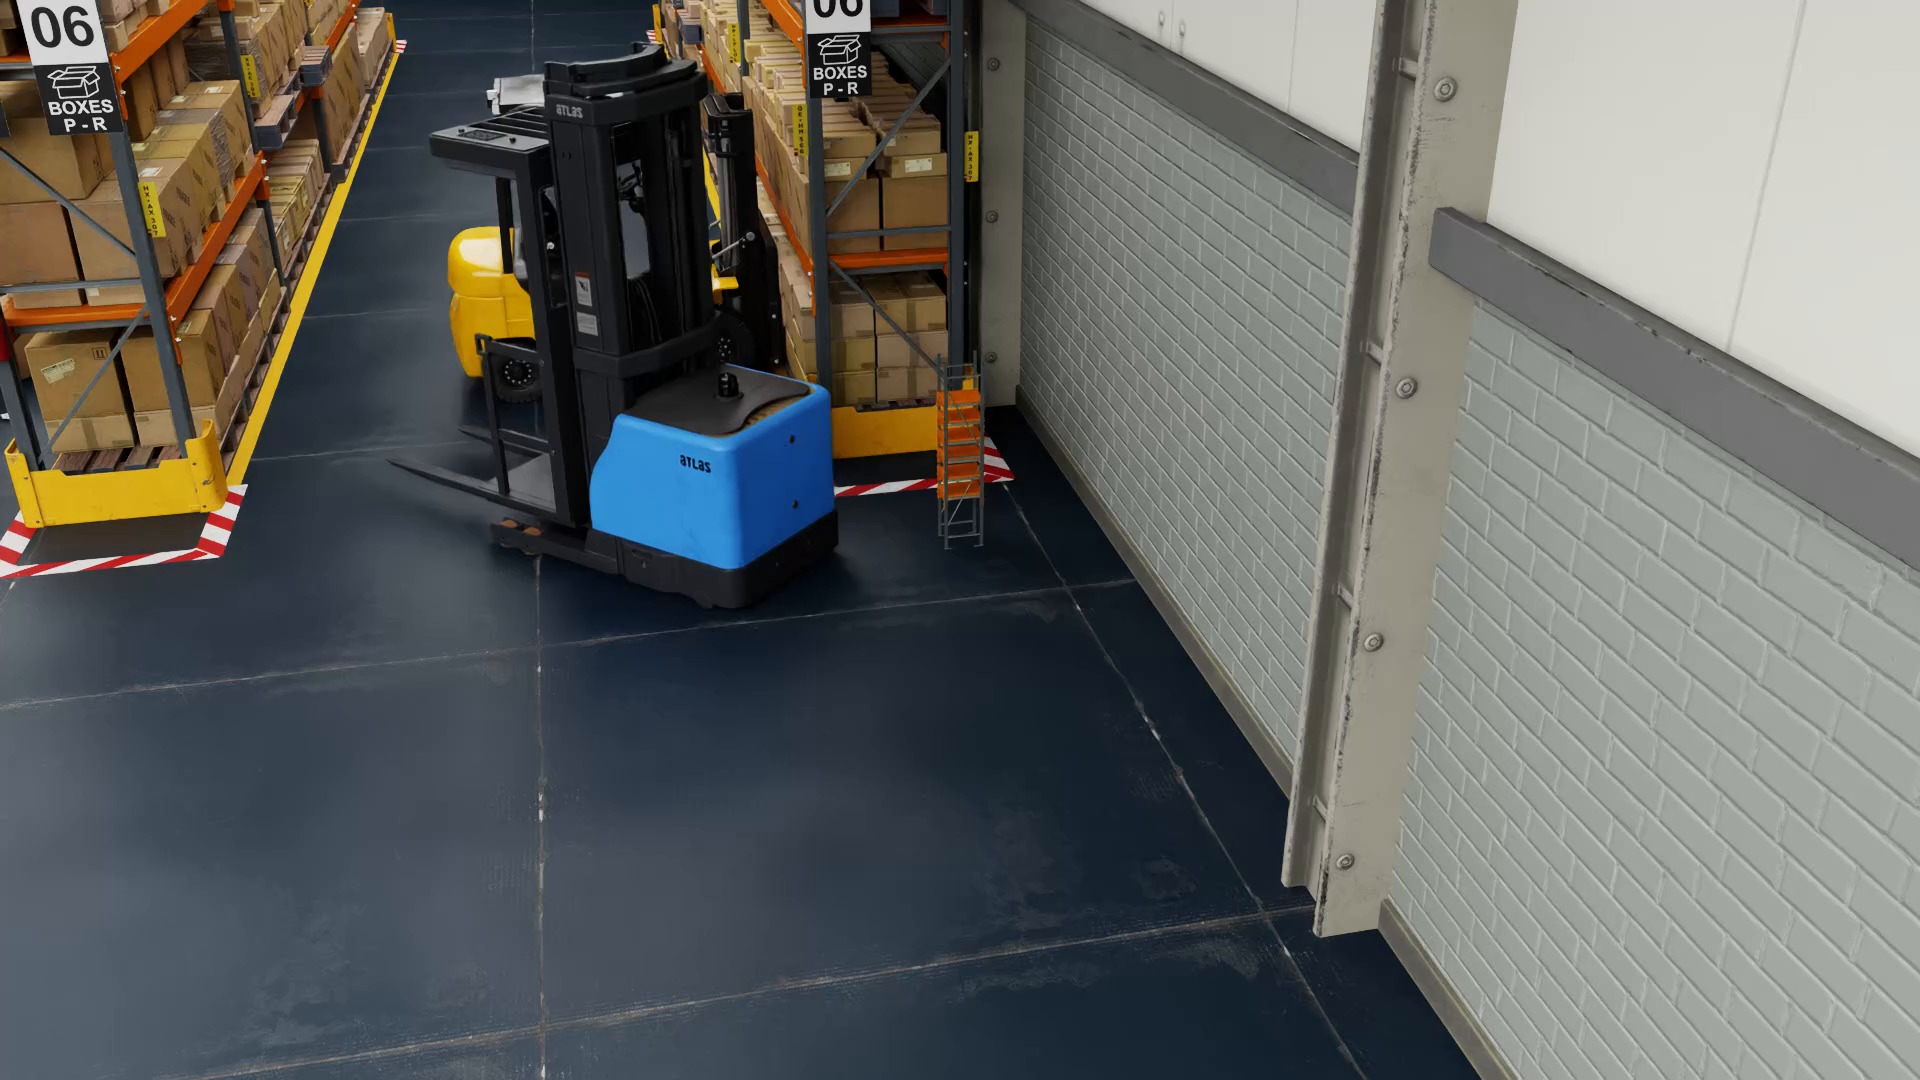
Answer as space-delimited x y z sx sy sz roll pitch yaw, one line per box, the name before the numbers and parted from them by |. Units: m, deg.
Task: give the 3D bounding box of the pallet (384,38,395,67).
pallet | -8.657 -6.946 23.777 1.003 0.211 1.213 -6 27 -12

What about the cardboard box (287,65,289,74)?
cardboard box | -6.381 -4.305 15.262 0.380 0.149 0.250 -7 28 -13

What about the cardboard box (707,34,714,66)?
cardboard box | -2.305 -5.019 17.032 0.500 0.250 0.500 -7 28 -13

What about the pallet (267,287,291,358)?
pallet | -6.023 -1.729 13.442 1.003 0.211 1.213 -6 27 -12

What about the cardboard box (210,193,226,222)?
cardboard box | -5.486 -2.373 11.901 0.380 0.149 0.250 -6 27 -11

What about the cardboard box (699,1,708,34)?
cardboard box | -2.438 -5.461 17.353 0.500 0.250 0.500 -6 27 -12

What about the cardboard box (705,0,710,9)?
cardboard box | -2.429 -5.575 17.135 0.380 0.149 0.250 -5 27 -10

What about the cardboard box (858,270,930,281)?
cardboard box | -0.513 -1.871 12.103 0.500 0.250 0.500 -6 27 -12

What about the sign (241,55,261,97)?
sign | -5.682 -3.710 13.312 0.100 0.325 0.005 -6 27 -12

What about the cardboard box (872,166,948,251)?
cardboard box | -0.314 -2.306 11.378 0.500 0.500 0.500 -5 27 -10

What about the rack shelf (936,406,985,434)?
rack shelf | 0.003 -0.704 9.879 0.258 0.103 0.180 -6 27 -12

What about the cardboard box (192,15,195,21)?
cardboard box | -6.786 -4.519 14.247 0.380 0.149 0.250 -7 28 -14

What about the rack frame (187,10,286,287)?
rack frame | -6.209 -3.266 13.391 1.000 3.000 0.127 -6 27 -12

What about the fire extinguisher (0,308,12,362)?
fire extinguisher | -5.731 -1.378 9.737 0.296 0.674 0.183 -6 27 -12

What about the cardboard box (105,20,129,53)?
cardboard box | -5.066 -2.915 9.646 0.380 0.149 0.250 -6 27 -12

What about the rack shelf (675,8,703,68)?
rack shelf | -2.726 -6.084 19.773 1.077 0.370 4.000 -6 27 -12

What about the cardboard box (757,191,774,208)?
cardboard box | -1.465 -2.708 13.762 0.500 0.250 0.500 -6 27 -12

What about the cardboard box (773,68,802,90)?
cardboard box | -1.224 -3.511 12.716 0.380 0.149 0.250 -6 27 -12

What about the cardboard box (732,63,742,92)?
cardboard box | -1.734 -4.117 14.690 0.500 0.250 0.500 -7 28 -13

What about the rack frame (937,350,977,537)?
rack frame | -0.017 -0.569 10.047 0.240 1.200 0.006 -6 27 -12

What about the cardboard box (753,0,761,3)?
cardboard box | -2.005 -5.739 17.461 0.380 0.149 0.250 -5 27 -10

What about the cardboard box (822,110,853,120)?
cardboard box | -0.930 -2.835 11.377 0.380 0.149 0.250 -5 27 -10

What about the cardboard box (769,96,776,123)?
cardboard box | -1.229 -3.258 12.545 0.380 0.149 0.250 -7 28 -13

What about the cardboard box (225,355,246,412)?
cardboard box | -5.328 -1.077 11.639 0.500 0.250 0.500 -5 27 -10

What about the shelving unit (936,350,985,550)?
shelving unit | 0.003 -0.529 9.967 0.258 1.200 0.189 -6 27 -12

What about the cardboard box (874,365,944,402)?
cardboard box | -0.393 -1.211 11.905 0.500 0.250 0.500 -6 27 -11

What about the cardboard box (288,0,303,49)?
cardboard box | -6.610 -4.989 15.899 0.500 0.500 0.500 -6 27 -12

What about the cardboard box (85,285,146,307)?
cardboard box | -5.183 -1.568 10.305 0.380 0.149 0.250 -6 27 -11

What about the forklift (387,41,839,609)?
forklift | -2.258 -1.401 9.772 3.031 2.935 1.130 16 31 28

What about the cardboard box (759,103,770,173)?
cardboard box | -1.280 -3.145 13.042 0.500 0.500 0.500 -6 27 -12

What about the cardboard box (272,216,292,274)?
cardboard box | -6.330 -2.510 14.344 0.950 0.372 0.625 -6 27 -11

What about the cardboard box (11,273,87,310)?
cardboard box | -5.600 -1.540 10.251 0.380 0.149 0.250 -5 27 -10

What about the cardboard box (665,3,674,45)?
cardboard box | -3.878 -7.453 23.996 0.700 0.500 0.500 -5 27 -9

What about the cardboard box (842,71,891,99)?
cardboard box | -0.724 -3.449 12.593 0.380 0.149 0.250 -5 27 -10

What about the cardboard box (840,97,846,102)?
cardboard box | -0.703 -3.314 12.656 0.380 0.149 0.250 -7 28 -13

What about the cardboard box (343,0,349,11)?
cardboard box | -7.665 -6.539 20.043 0.500 0.250 0.500 -7 28 -13

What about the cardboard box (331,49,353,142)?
cardboard box | -7.382 -4.964 18.648 0.875 0.875 0.875 -6 27 -11

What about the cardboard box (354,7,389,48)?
cardboard box | -8.667 -7.298 23.757 0.875 0.438 0.875 -7 28 -13

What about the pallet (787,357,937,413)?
pallet | -0.686 -1.102 12.199 1.003 0.211 1.213 -6 27 -12

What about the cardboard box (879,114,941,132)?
cardboard box | -0.339 -2.774 11.257 0.380 0.149 0.250 -5 27 -10

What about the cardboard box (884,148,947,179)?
cardboard box | -0.296 -2.525 11.092 0.380 0.149 0.250 -7 28 -13

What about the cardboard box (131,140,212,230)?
cardboard box | -5.380 -2.374 11.183 0.500 0.500 0.500 -6 27 -13

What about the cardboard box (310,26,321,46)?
cardboard box | -6.976 -5.195 17.380 0.500 0.250 0.500 -6 27 -12

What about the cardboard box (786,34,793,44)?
cardboard box | -1.387 -4.624 15.252 0.380 0.149 0.250 -6 27 -12

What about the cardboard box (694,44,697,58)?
cardboard box | -3.054 -6.002 20.401 0.380 0.149 0.250 -6 27 -12

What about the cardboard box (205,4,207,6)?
cardboard box | -6.984 -4.705 15.335 0.500 0.500 0.500 -5 27 -11

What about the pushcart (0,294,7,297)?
pushcart | -8.419 -1.841 13.480 1.648 0.377 0.936 -16 31 -29

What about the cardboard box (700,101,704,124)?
cardboard box | -2.803 -5.213 19.557 0.500 0.500 0.500 -5 27 -9

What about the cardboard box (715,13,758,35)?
cardboard box | -2.119 -4.899 15.797 0.380 0.149 0.250 -7 28 -13

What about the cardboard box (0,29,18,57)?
cardboard box | -5.661 -2.865 9.547 0.380 0.149 0.250 -6 27 -11

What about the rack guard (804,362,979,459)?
rack guard | -0.467 -0.889 11.456 1.175 0.500 0.348 -6 27 -12

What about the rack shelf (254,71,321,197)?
rack shelf | -6.660 -3.822 15.292 1.077 0.370 4.000 -6 27 -12

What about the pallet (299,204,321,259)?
pallet | -6.665 -2.899 15.759 1.003 0.211 1.213 -6 27 -12

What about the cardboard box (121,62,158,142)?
cardboard box | -5.935 -3.005 11.324 0.700 0.500 0.500 -6 27 -12

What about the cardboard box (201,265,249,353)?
cardboard box | -5.453 -1.647 11.937 0.500 0.500 0.500 -5 27 -11
